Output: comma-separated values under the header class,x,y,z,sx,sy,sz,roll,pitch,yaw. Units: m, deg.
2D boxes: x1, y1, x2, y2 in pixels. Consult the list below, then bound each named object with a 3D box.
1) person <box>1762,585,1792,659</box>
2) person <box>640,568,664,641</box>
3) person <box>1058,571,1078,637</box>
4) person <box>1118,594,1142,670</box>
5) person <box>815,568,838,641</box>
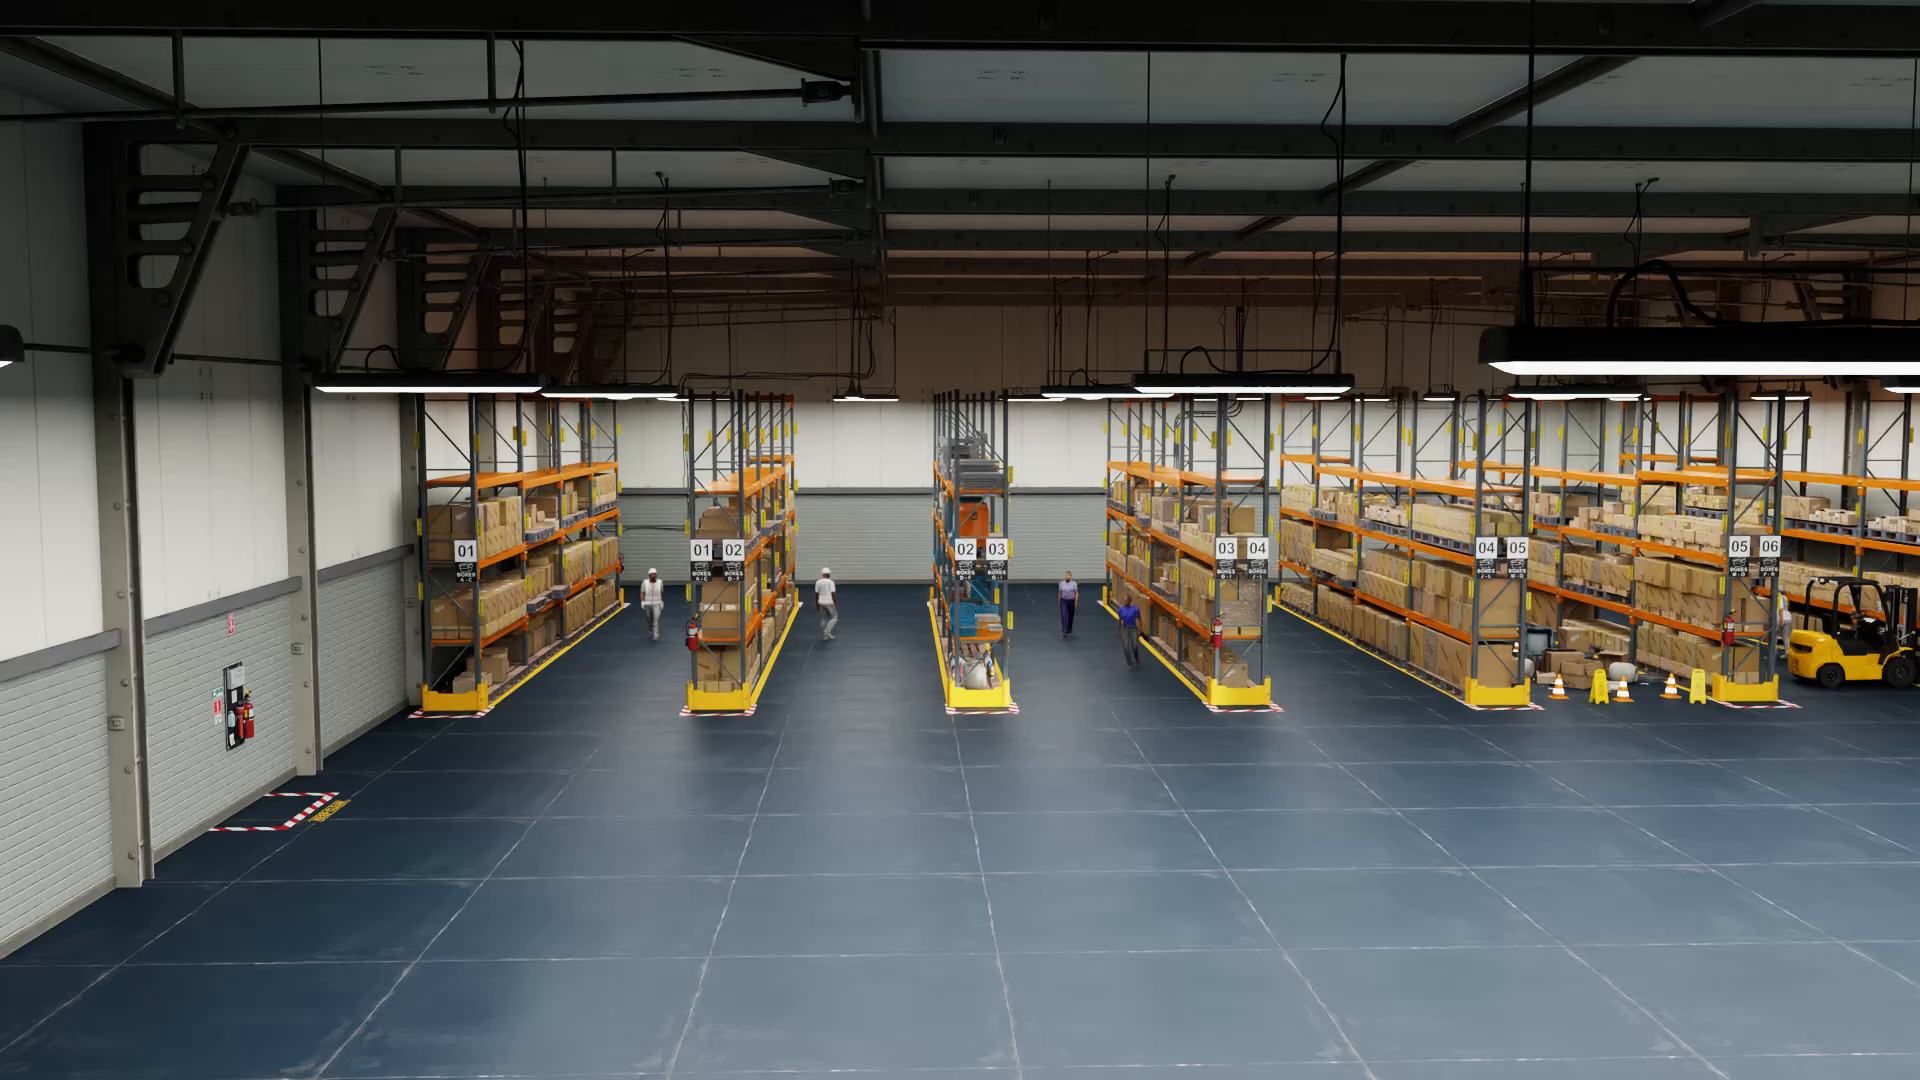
class,x,y,z,sx,sy,sz,roll,pitch,yaw
person,18.456,1.878,37.367,0.500,1.702,0.626,-1,5,-15
person,-7.491,1.553,40.444,0.544,1.727,1.094,0,5,-4
person,2.678,1.571,40.996,0.482,1.568,1.030,0,5,-2
person,3.683,1.981,35.967,0.522,1.640,0.461,1,5,16
person,-3.254,1.559,40.330,0.607,1.769,0.497,3,6,33
